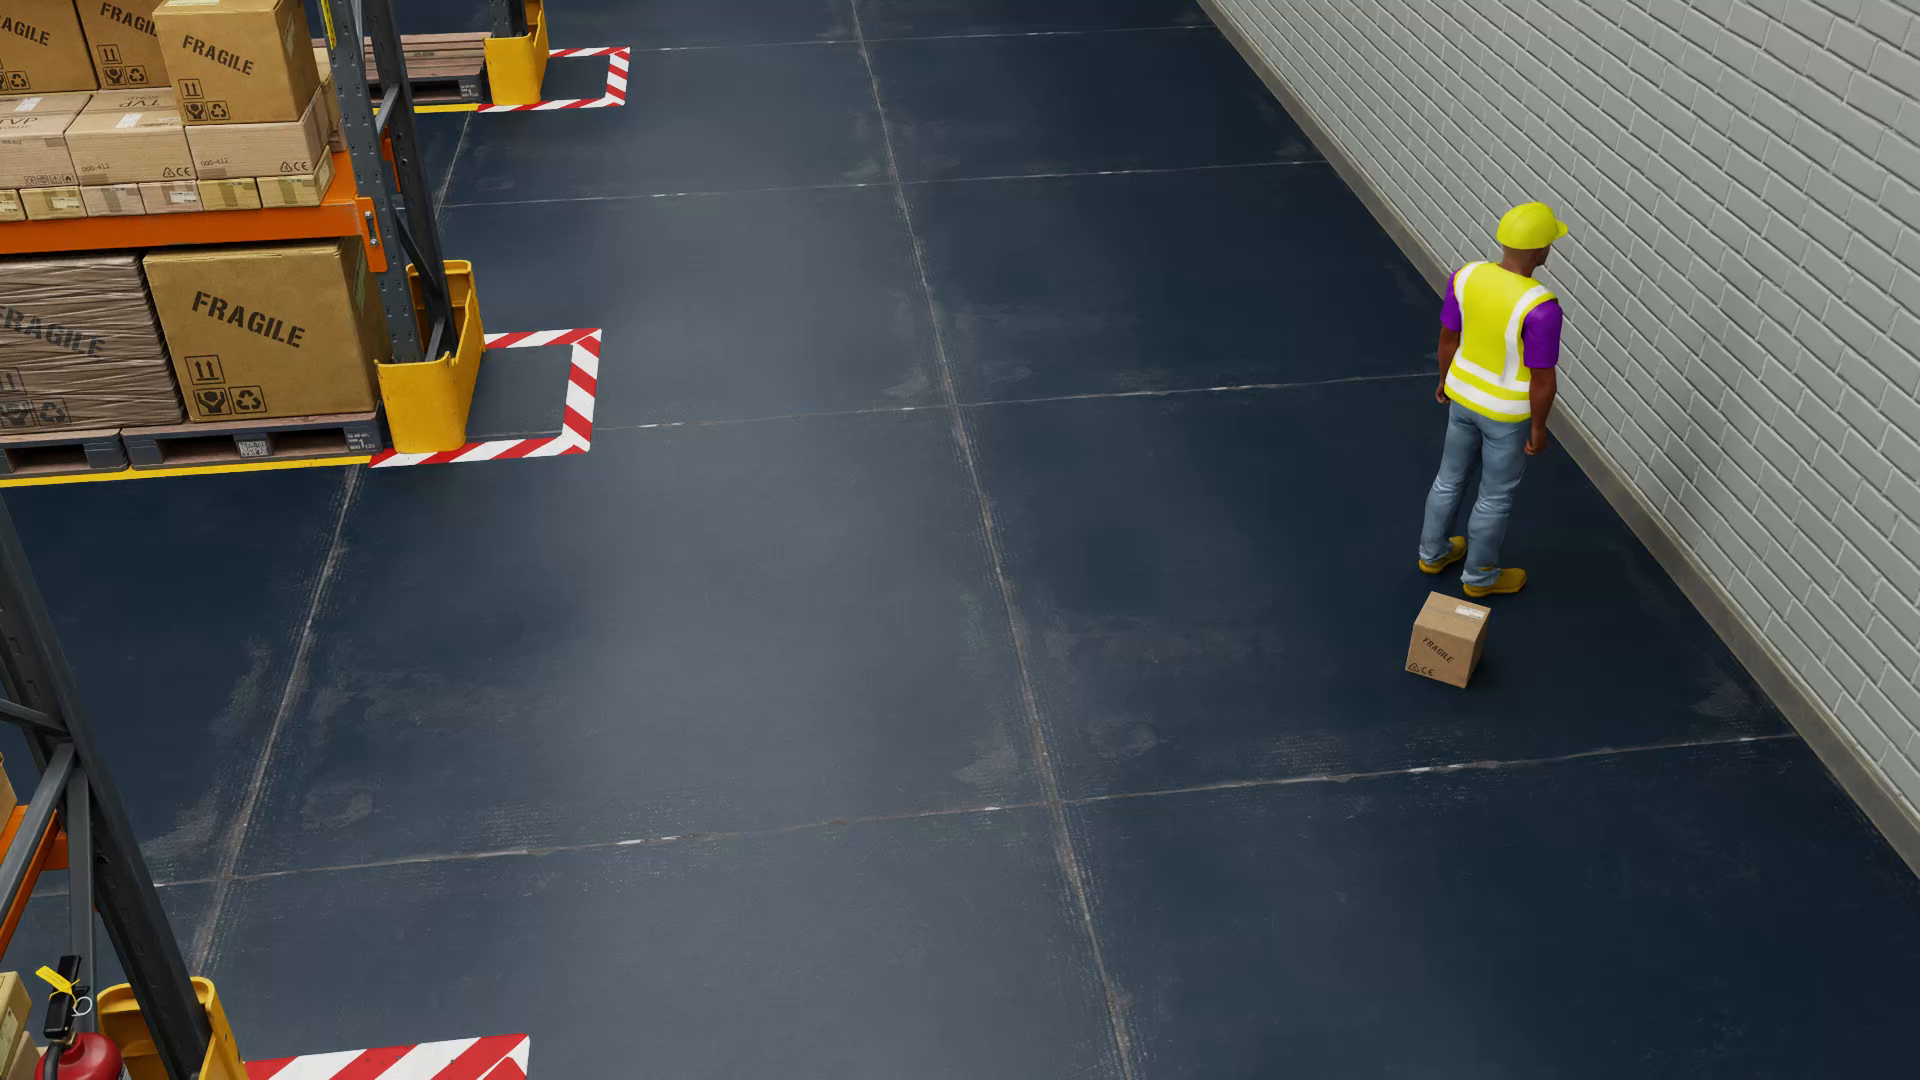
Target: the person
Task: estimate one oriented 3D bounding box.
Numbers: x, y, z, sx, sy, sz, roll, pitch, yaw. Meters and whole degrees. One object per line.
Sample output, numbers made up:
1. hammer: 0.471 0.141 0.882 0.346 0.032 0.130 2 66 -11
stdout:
1. person: 2.245 -0.582 6.962 0.368 1.771 0.562 -21 40 -28
